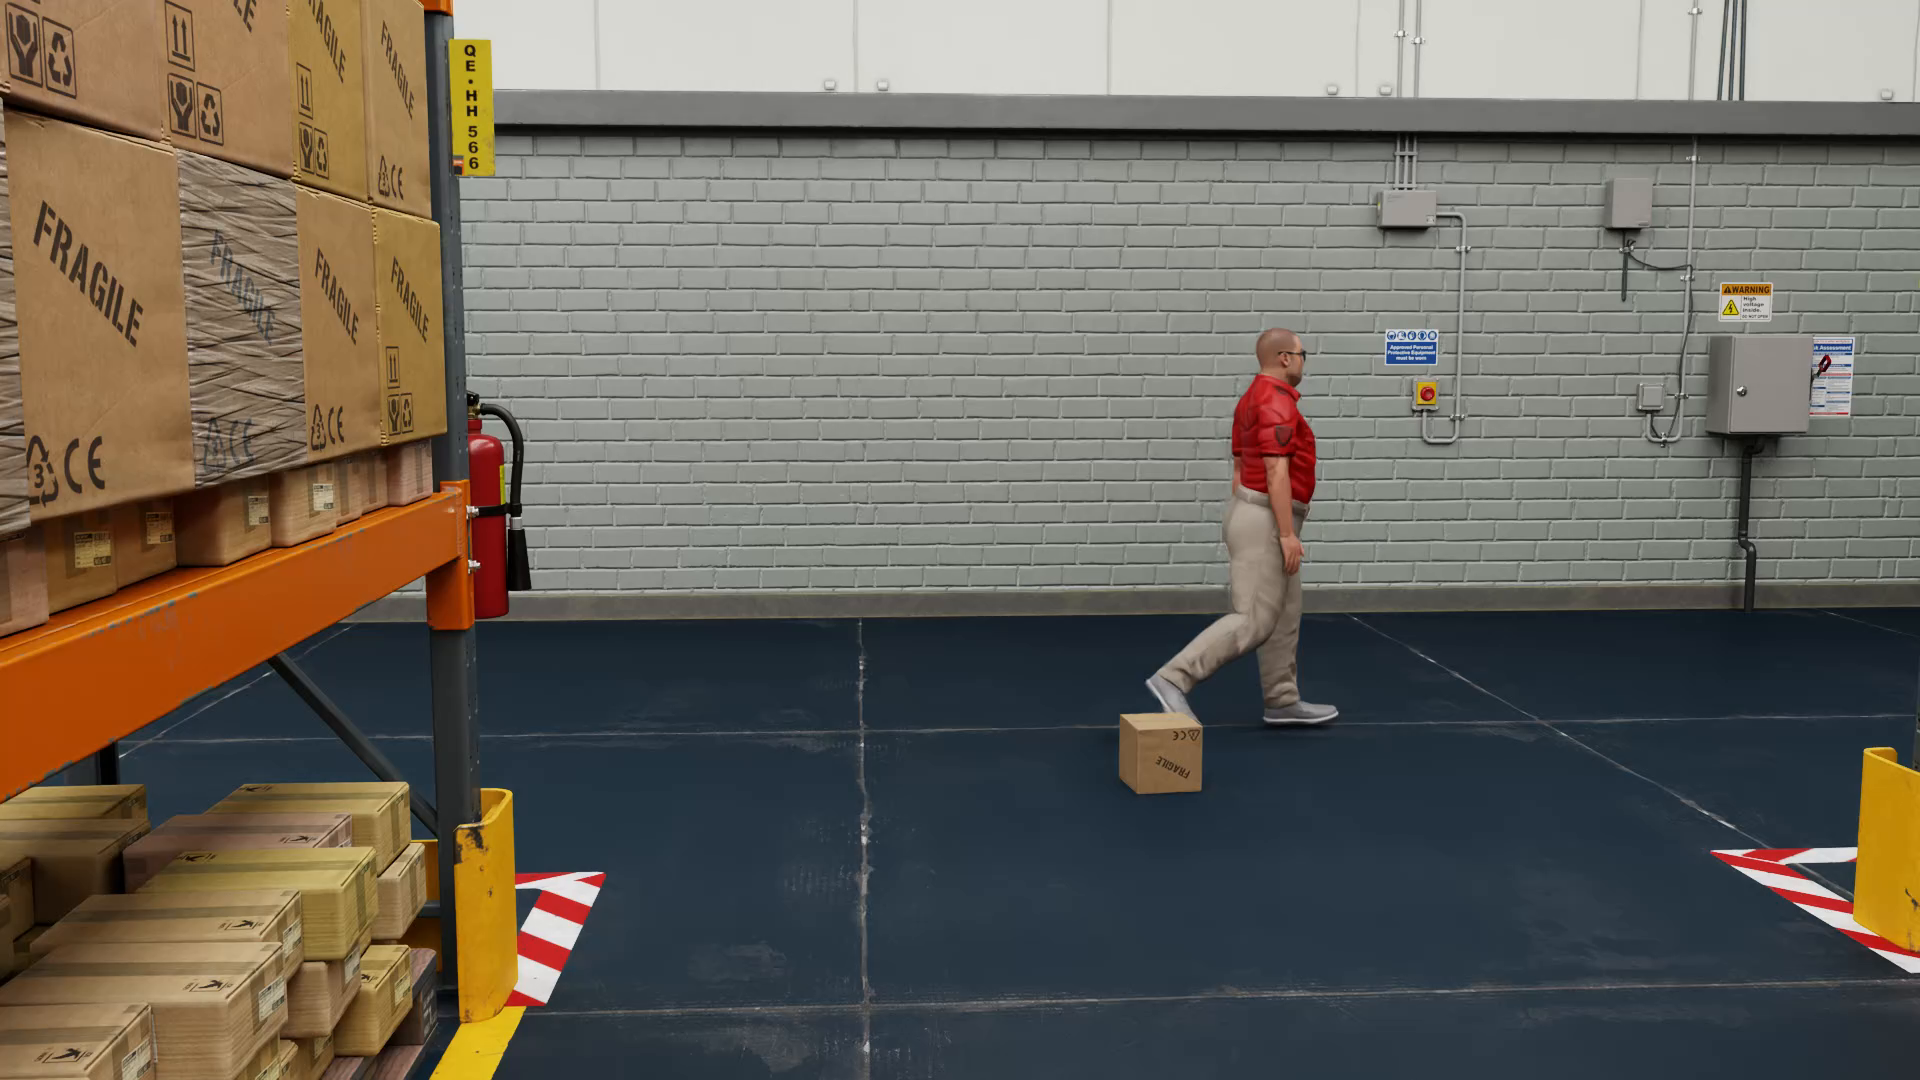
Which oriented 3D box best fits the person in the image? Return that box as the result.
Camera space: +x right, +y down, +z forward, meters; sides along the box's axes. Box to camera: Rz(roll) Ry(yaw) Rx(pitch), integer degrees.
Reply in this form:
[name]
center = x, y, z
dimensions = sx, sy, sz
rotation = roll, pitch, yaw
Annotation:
[person]
center = 1.213, -0.034, 7.002
dimensions = 0.874, 1.705, 0.601
rotation = 0, 7, 0
